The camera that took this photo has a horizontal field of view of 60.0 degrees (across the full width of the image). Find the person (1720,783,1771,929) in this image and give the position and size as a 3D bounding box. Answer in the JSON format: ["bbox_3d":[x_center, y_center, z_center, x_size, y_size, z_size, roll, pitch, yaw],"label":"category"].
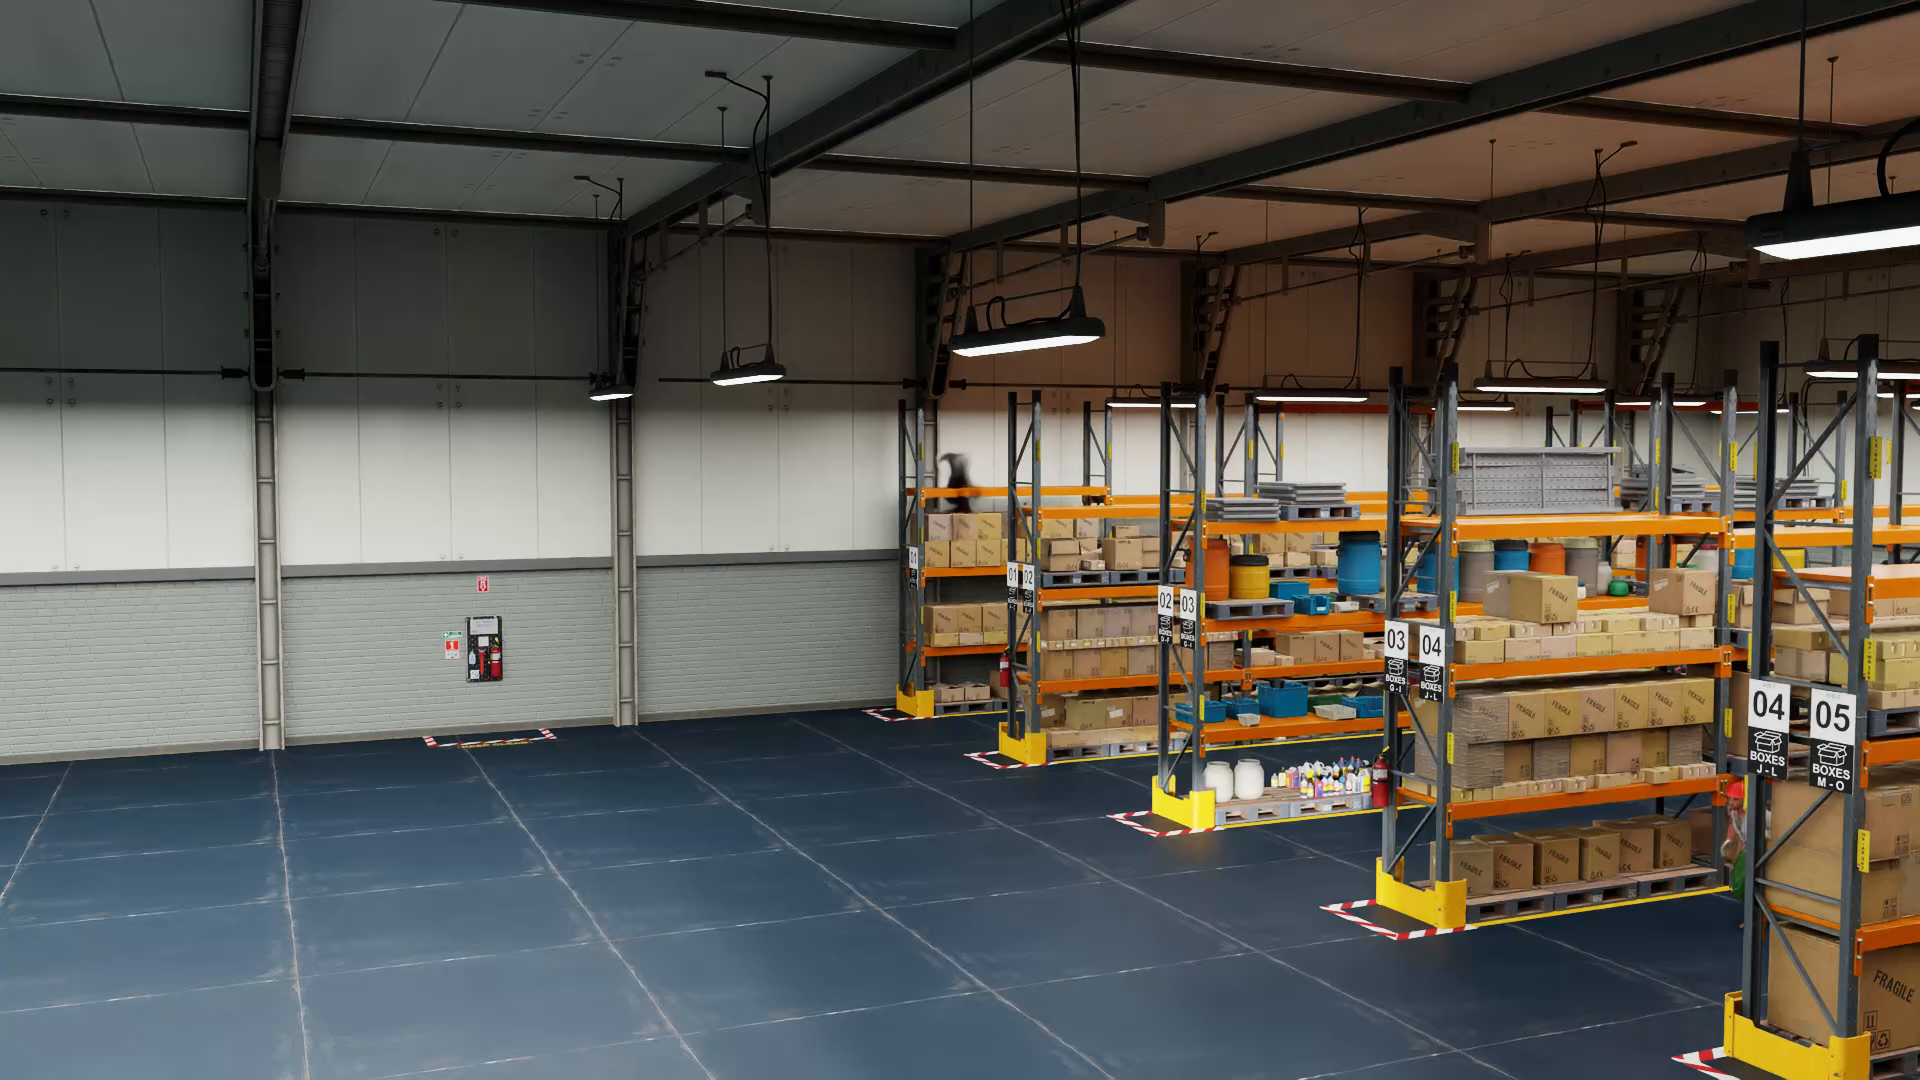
[{"bbox_3d":[8.479,3.334,17.605,1.029,1.596,0.661,-2,4,-26],"label":"person"}]

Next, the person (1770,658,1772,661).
[{"bbox_3d":[13.975,2.579,29.170,0.804,1.786,0.675,-1,4,-20],"label":"person"}]
